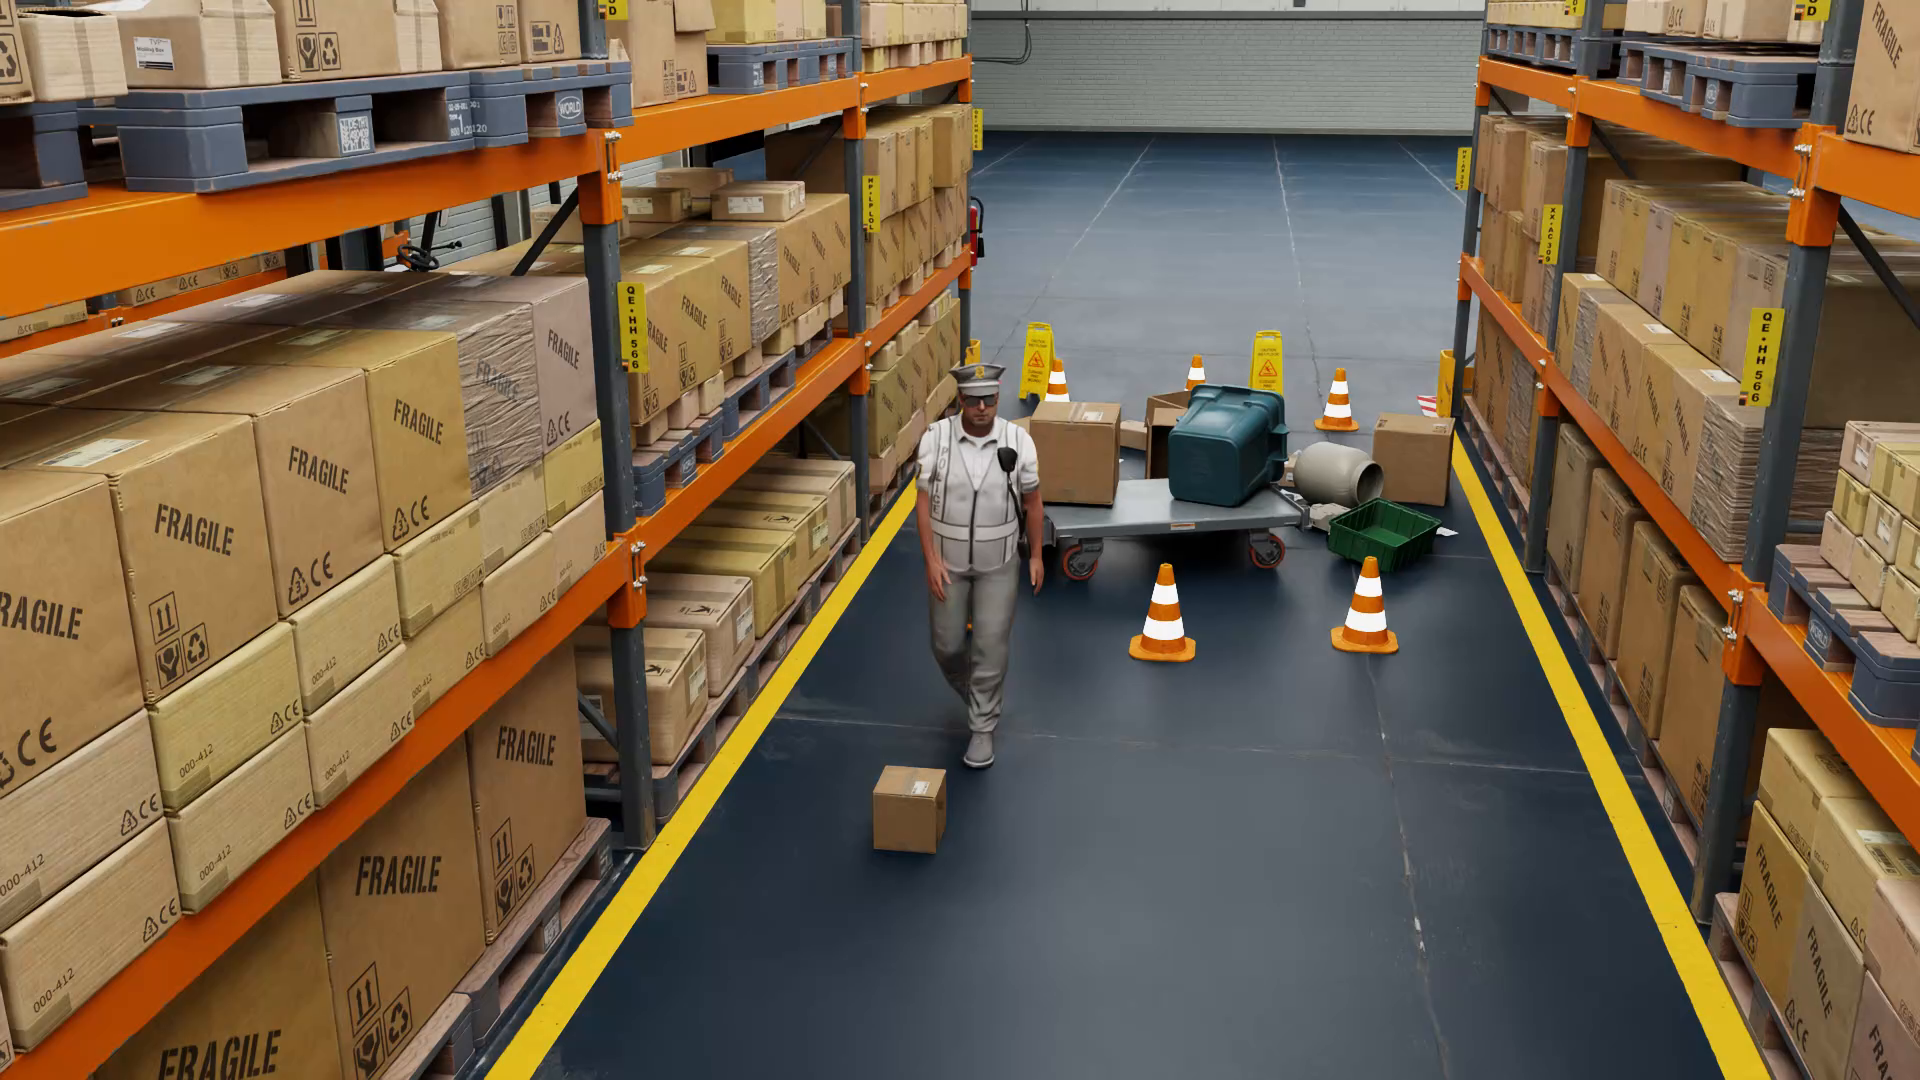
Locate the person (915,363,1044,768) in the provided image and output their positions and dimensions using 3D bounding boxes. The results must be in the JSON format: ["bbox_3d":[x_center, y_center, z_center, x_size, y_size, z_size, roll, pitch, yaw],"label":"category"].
[{"bbox_3d":[0.091,0.063,7.314,0.563,1.764,0.703,1,18,4],"label":"person"}]
